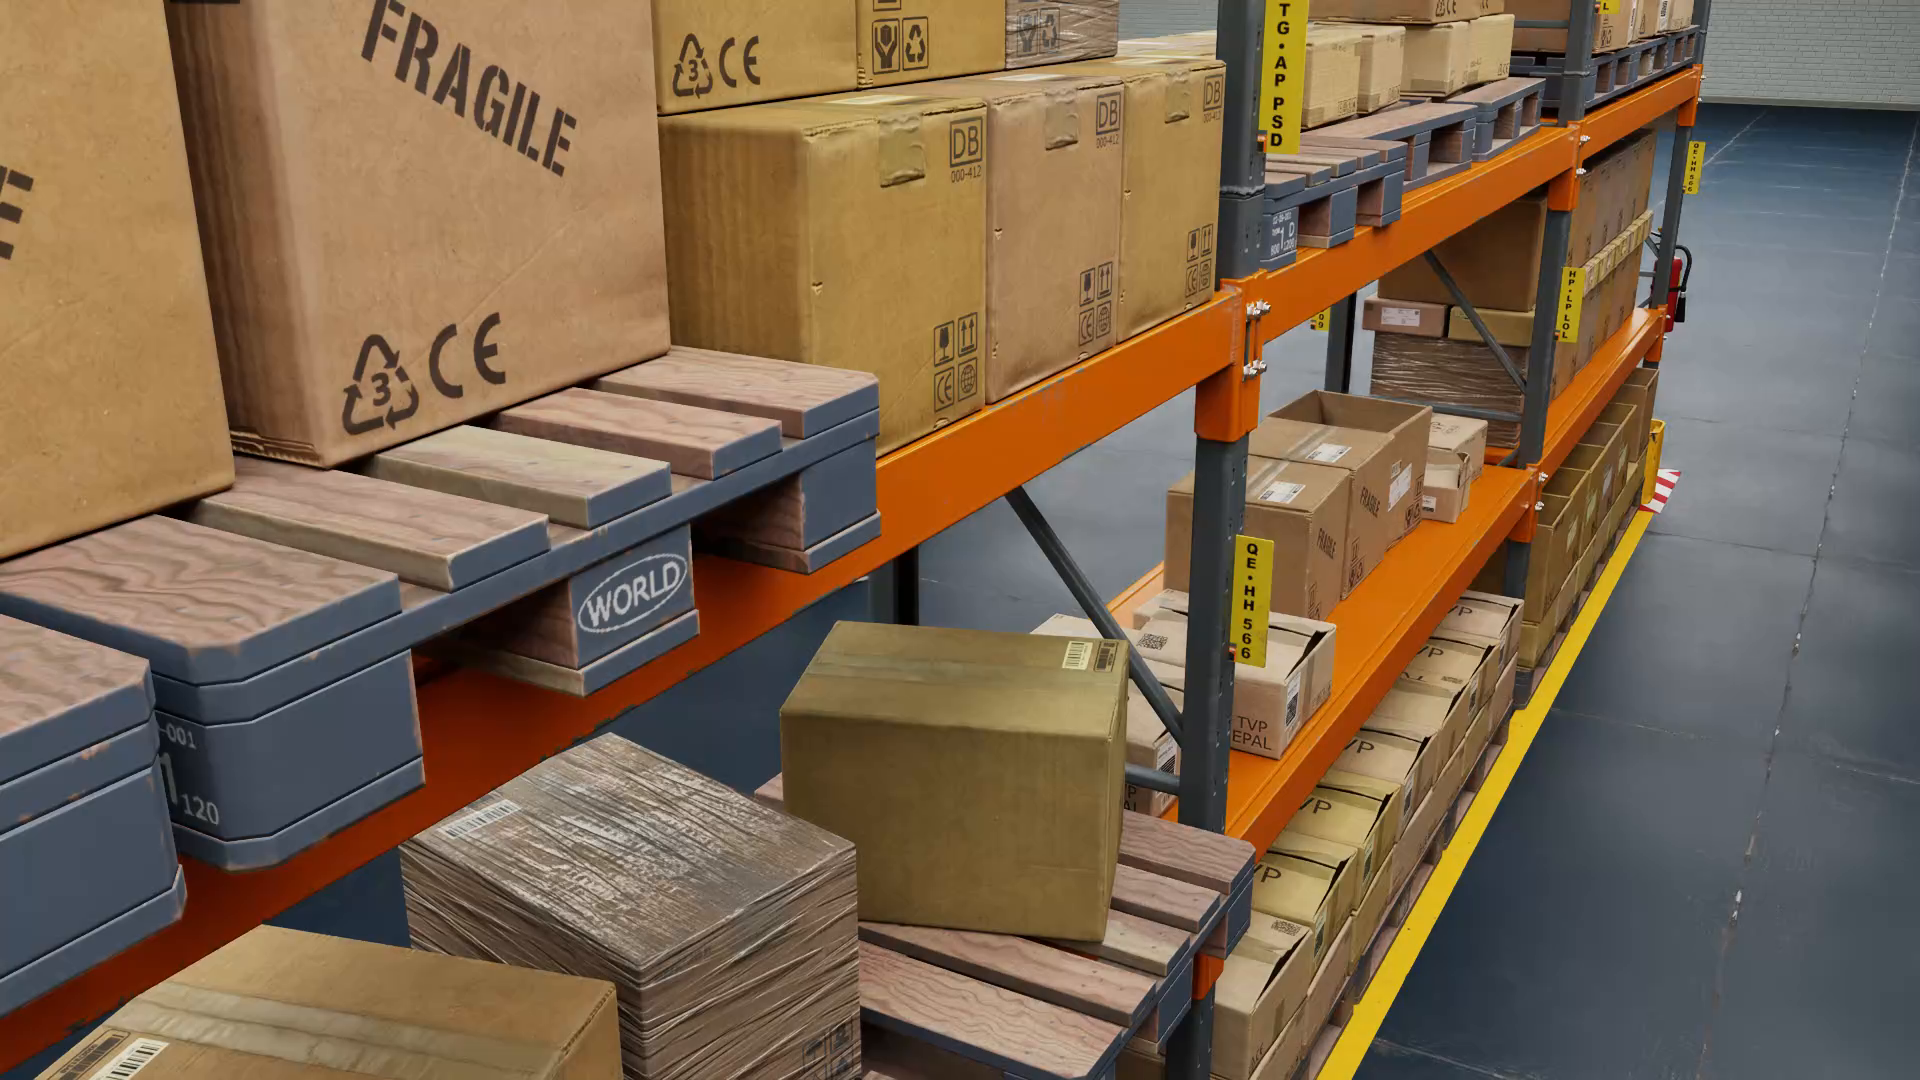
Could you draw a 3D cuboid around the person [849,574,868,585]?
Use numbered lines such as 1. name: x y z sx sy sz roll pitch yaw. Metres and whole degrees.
1. person: -0.769 -0.526 9.544 0.450 1.599 0.336 10 22 26
